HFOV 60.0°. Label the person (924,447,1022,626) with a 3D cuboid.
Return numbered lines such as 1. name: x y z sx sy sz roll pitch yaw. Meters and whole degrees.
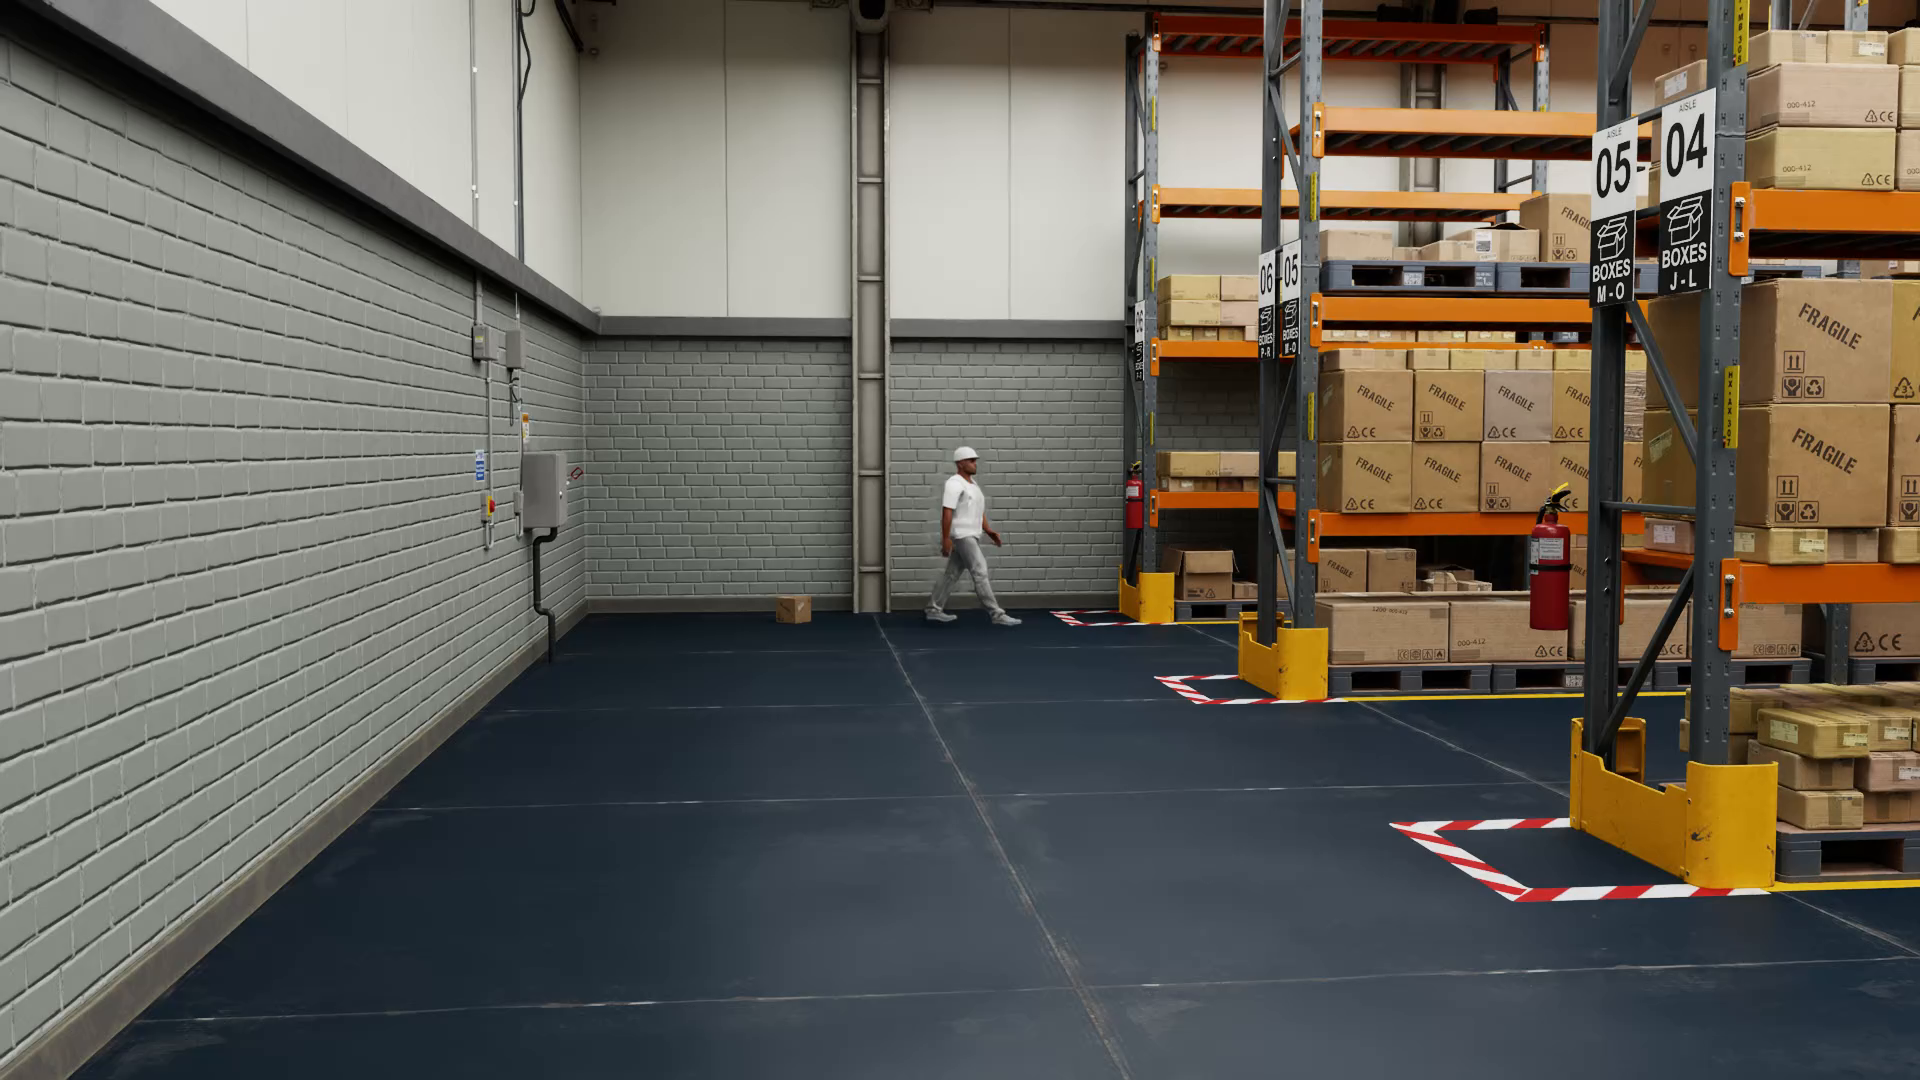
1. person: 0.138 -0.048 16.069 1.025 1.705 0.582 1 4 17
